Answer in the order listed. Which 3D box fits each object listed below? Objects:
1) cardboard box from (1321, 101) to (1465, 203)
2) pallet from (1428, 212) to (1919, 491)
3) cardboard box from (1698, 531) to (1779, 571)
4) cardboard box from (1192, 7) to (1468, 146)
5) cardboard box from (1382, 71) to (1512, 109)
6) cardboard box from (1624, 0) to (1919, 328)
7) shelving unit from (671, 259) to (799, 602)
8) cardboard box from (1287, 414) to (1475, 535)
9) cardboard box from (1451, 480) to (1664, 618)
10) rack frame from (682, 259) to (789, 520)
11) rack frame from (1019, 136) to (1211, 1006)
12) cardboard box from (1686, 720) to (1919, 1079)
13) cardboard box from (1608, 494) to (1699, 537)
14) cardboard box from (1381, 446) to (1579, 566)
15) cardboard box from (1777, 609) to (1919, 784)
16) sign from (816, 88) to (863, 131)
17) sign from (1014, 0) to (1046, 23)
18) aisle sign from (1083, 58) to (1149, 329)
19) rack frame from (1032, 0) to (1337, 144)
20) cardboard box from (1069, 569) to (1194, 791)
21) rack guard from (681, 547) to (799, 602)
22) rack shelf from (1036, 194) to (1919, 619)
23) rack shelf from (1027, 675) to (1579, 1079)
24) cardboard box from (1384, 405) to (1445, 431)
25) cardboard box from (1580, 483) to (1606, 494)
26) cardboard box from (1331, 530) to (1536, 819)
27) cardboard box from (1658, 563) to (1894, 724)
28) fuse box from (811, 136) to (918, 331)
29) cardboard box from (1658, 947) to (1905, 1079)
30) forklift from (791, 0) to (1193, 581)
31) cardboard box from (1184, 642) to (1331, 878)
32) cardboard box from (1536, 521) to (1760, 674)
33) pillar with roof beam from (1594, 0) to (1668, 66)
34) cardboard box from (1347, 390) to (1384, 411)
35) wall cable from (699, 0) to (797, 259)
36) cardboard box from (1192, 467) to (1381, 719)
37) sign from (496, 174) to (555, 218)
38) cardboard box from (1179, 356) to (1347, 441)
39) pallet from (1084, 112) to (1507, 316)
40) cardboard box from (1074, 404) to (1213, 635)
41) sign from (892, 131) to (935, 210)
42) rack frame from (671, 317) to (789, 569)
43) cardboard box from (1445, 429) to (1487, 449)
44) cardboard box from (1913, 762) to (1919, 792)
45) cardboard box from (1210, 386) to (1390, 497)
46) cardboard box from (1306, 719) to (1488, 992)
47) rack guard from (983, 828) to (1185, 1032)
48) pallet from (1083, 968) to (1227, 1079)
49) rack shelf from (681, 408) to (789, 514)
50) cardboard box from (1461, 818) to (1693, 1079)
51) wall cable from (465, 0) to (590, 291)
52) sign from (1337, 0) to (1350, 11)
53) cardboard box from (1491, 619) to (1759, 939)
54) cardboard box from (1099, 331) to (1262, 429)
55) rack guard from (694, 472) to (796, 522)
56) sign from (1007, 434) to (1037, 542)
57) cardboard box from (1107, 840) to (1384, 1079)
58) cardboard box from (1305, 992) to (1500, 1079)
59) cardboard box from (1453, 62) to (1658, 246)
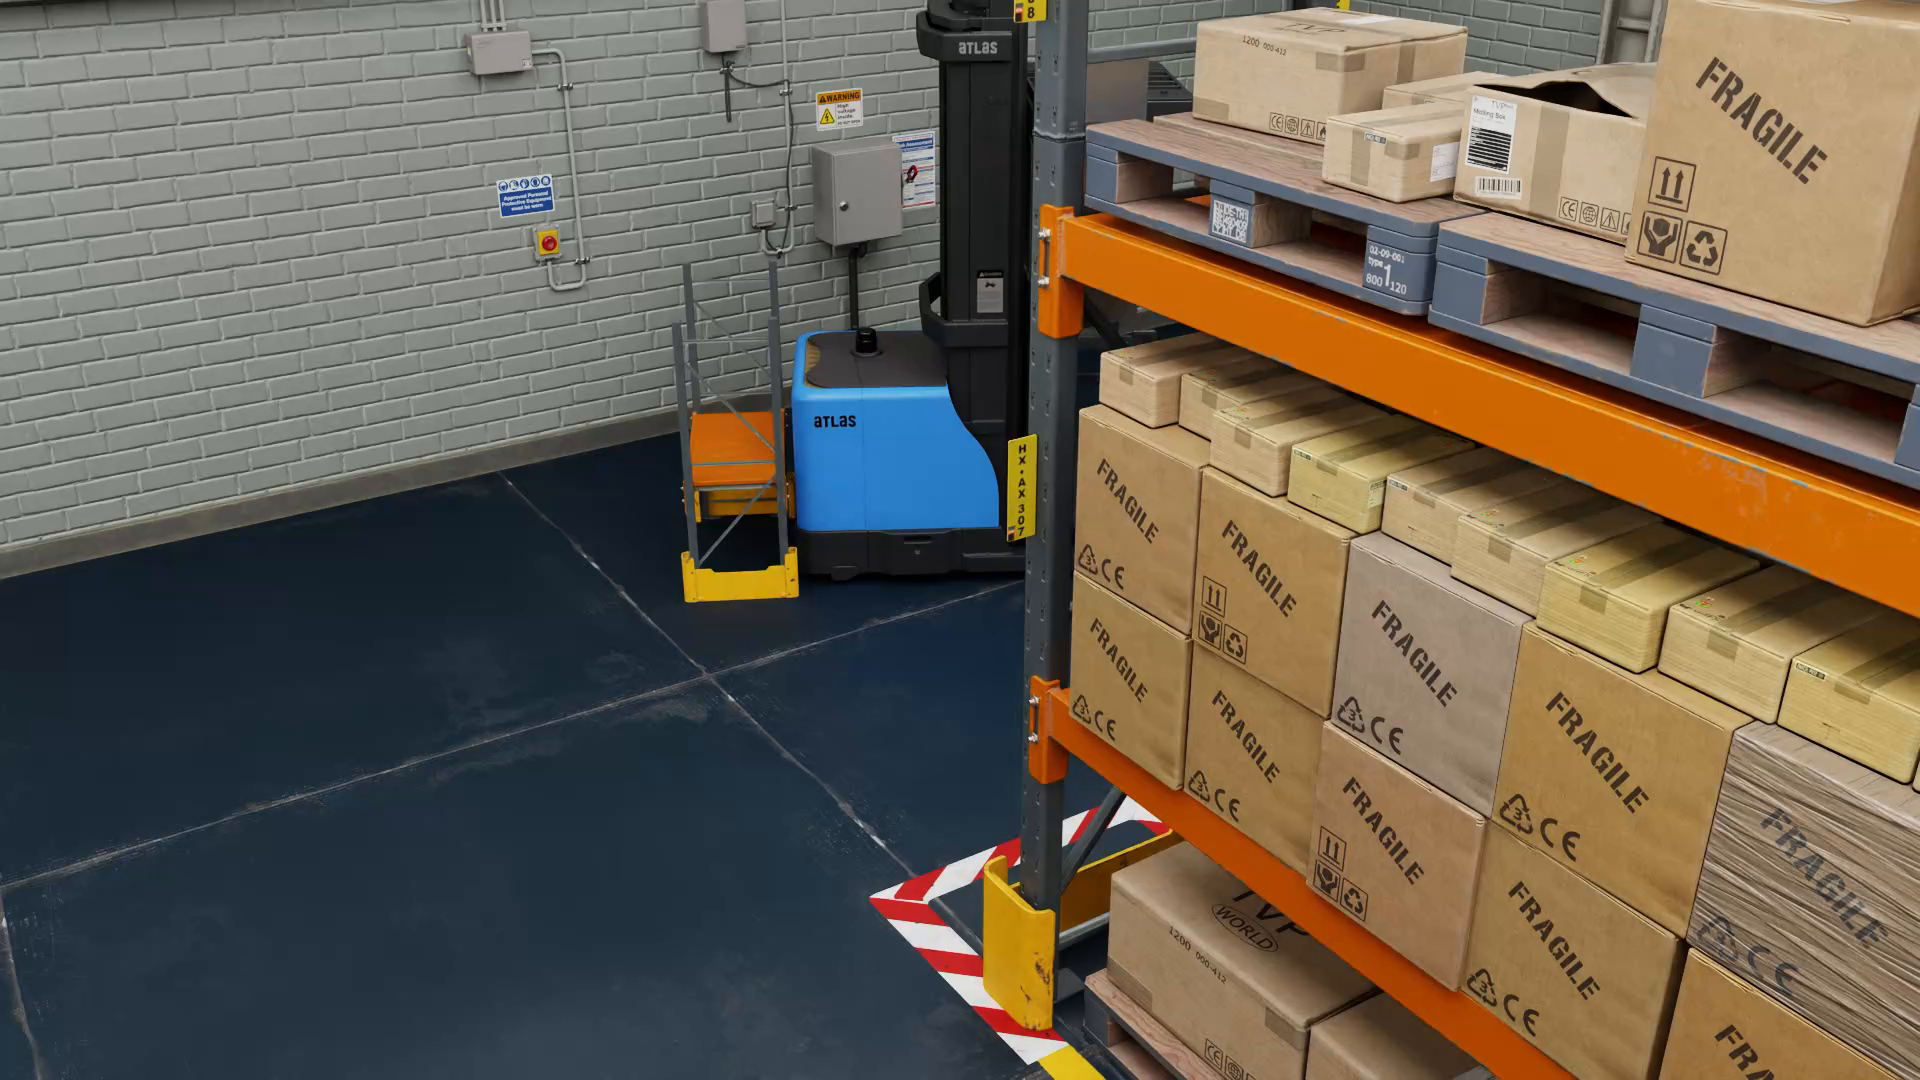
[{"bbox_3d":[1.054,-0.888,3.789,0.380,0.149,0.250,-14,29,-28],"label":"cardboard box"},{"bbox_3d":[1.737,-0.470,3.321,1.003,0.211,1.213,-16,29,-30],"label":"pallet"},{"bbox_3d":[1.887,-0.020,3.731,0.380,0.149,0.250,-14,29,-28],"label":"cardboard box"},{"bbox_3d":[0.974,-1.237,4.409,0.500,0.250,0.500,-19,31,-34],"label":"cardboard box"},{"bbox_3d":[1.270,-1.060,4.152,0.380,0.149,0.250,-18,31,-33],"label":"cardboard box"},{"bbox_3d":[1.628,-0.734,3.051,0.500,0.500,0.500,-15,29,-29],"label":"cardboard box"},{"bbox_3d":[-1.181,-0.598,8.759,0.587,1.500,1.083,-3,25,-5],"label":"shelving unit"},{"bbox_3d":[1.022,-0.165,4.038,0.380,0.149,0.250,-17,30,-31],"label":"cardboard box"},{"bbox_3d":[1.310,0.015,3.656,0.380,0.149,0.250,-15,29,-29],"label":"cardboard box"},{"bbox_3d":[-1.231,-0.810,9.208,0.500,1.500,0.032,-3,25,-5],"label":"rack frame"},{"bbox_3d":[0.653,0.147,5.425,1.000,3.000,0.127,-16,29,-30],"label":"rack frame"},{"bbox_3d":[1.792,0.613,3.150,0.500,0.500,0.500,-15,29,-29],"label":"cardboard box"},{"bbox_3d":[1.759,-0.118,3.939,0.380,0.149,0.250,-15,29,-28],"label":"cardboard box"},{"bbox_3d":[1.210,-0.084,3.865,0.380,0.149,0.250,-15,29,-29],"label":"cardboard box"},{"bbox_3d":[1.757,0.279,3.097,0.380,0.149,0.250,-16,30,-31],"label":"cardboard box"},{"bbox_3d":[-0.765,-2.736,10.565,0.339,0.242,0.001,-16,29,-30],"label":"sign"},{"bbox_3d":[0.185,-1.513,4.312,0.100,0.325,0.005,-16,29,-30],"label":"sign"},{"bbox_3d":[0.371,-0.987,4.781,0.394,0.787,0.004,-16,29,-30],"label":"aisle sign"},{"bbox_3d":[0.653,-2.566,4.144,1.000,3.000,0.127,-16,29,-30],"label":"rack frame"},{"bbox_3d":[0.674,0.340,4.898,0.500,0.500,0.500,-16,30,-30],"label":"cardboard box"},{"bbox_3d":[-1.131,0.179,8.578,0.587,0.250,0.087,-3,25,-5],"label":"rack guard"},{"bbox_3d":[1.745,-0.169,3.423,1.077,0.370,4.000,-16,29,-30],"label":"rack shelf"},{"bbox_3d":[1.745,1.188,4.063,1.077,0.370,4.000,-16,29,-30],"label":"rack shelf"},{"bbox_3d":[1.387,-0.404,4.544,0.380,0.149,0.250,-16,30,-30],"label":"cardboard box"},{"bbox_3d":[1.573,-0.194,4.100,0.380,0.149,0.250,-16,30,-30],"label":"cardboard box"},{"bbox_3d":[1.252,0.253,3.912,0.500,0.500,0.500,-16,30,-30],"label":"cardboard box"},{"bbox_3d":[1.610,0.195,3.276,0.380,0.149,0.250,-16,29,-30],"label":"cardboard box"},{"bbox_3d":[-0.605,-1.719,10.887,0.539,1.711,0.414,-16,29,-30],"label":"fuse box"},{"bbox_3d":[1.797,1.067,3.359,0.500,0.500,0.500,-16,30,-30],"label":"cardboard box"},{"bbox_3d":[0.623,-1.342,8.659,3.031,2.935,1.130,-2,25,-3],"label":"forklift"},{"bbox_3d":[0.974,0.515,4.529,0.500,0.500,0.500,-16,30,-30],"label":"cardboard box"},{"bbox_3d":[1.426,0.112,3.450,0.380,0.149,0.250,-16,30,-31],"label":"cardboard box"},{"bbox_3d":[0.486,-3.895,6.960,9.100,9.000,0.400,-16,29,-30],"label":"pillar with roof beam"},{"bbox_3d":[1.175,-0.477,4.698,0.380,0.149,0.250,-15,29,-29],"label":"cardboard box"},{"bbox_3d":[-1.263,-2.658,10.178,0.588,1.984,0.122,-16,29,-30],"label":"wall cable"},{"bbox_3d":[0.964,0.071,4.298,0.500,0.500,0.500,-16,30,-31],"label":"cardboard box"},{"bbox_3d":[-2.519,-1.997,9.650,0.327,0.218,0.001,-16,29,-30],"label":"sign"},{"bbox_3d":[0.817,-0.375,4.482,0.380,0.149,0.250,-15,29,-28],"label":"cardboard box"},{"bbox_3d":[1.067,-0.906,4.246,1.003,0.211,1.213,-16,29,-30],"label":"pallet"},{"bbox_3d":[0.676,-0.112,4.686,0.500,0.500,0.500,-16,30,-31],"label":"cardboard box"},{"bbox_3d":[-0.305,-2.448,11.033,0.329,0.494,0.001,-16,29,-30],"label":"sign"},{"bbox_3d":[-1.130,-0.378,8.293,0.500,1.500,0.032,-3,25,-5],"label":"rack frame"},{"bbox_3d":[1.490,-0.304,4.333,0.380,0.149,0.250,-15,29,-28],"label":"cardboard box"},{"bbox_3d":[1.901,0.372,2.899,0.380,0.149,0.250,-16,30,-30],"label":"cardboard box"},{"bbox_3d":[0.863,-0.255,4.229,0.380,0.149,0.250,-15,29,-28],"label":"cardboard box"},{"bbox_3d":[1.236,0.701,4.134,0.500,0.500,0.500,-16,29,-30],"label":"cardboard box"},{"bbox_3d":[0.640,1.269,5.977,1.175,0.500,0.348,-16,29,-30],"label":"rack guard"},{"bbox_3d":[1.155,1.676,5.453,1.003,0.211,1.213,-16,29,-30],"label":"pallet"},{"bbox_3d":[-1.180,-0.432,8.828,0.538,0.185,1.000,-3,25,-5],"label":"rack shelf"},{"bbox_3d":[1.524,0.876,3.763,0.500,0.500,0.500,-14,29,-28],"label":"cardboard box"},{"bbox_3d":[-2.445,-2.338,9.462,0.585,1.953,0.123,-16,29,-30],"label":"wall cable"},{"bbox_3d":[1.115,-1.695,4.870,0.100,0.325,0.005,-16,29,-30],"label":"sign"},{"bbox_3d":[1.525,0.431,3.534,0.500,0.500,0.500,-15,29,-29],"label":"cardboard box"},{"bbox_3d":[0.615,-0.452,4.646,0.380,0.149,0.250,-15,29,-29],"label":"cardboard box"},{"bbox_3d":[-1.230,-0.244,9.474,0.587,0.250,0.087,-3,25,-5],"label":"rack guard"},{"bbox_3d":[0.185,-0.153,4.954,0.100,0.325,0.005,-16,29,-30],"label":"sign"},{"bbox_3d":[1.097,1.329,5.431,0.875,0.438,0.875,-17,30,-31],"label":"cardboard box"},{"bbox_3d":[1.603,1.654,4.742,0.875,0.438,0.875,-15,29,-28],"label":"cardboard box"},{"bbox_3d":[1.428,-0.857,3.534,0.500,0.311,0.500,-15,29,-29],"label":"cardboard box"}]
